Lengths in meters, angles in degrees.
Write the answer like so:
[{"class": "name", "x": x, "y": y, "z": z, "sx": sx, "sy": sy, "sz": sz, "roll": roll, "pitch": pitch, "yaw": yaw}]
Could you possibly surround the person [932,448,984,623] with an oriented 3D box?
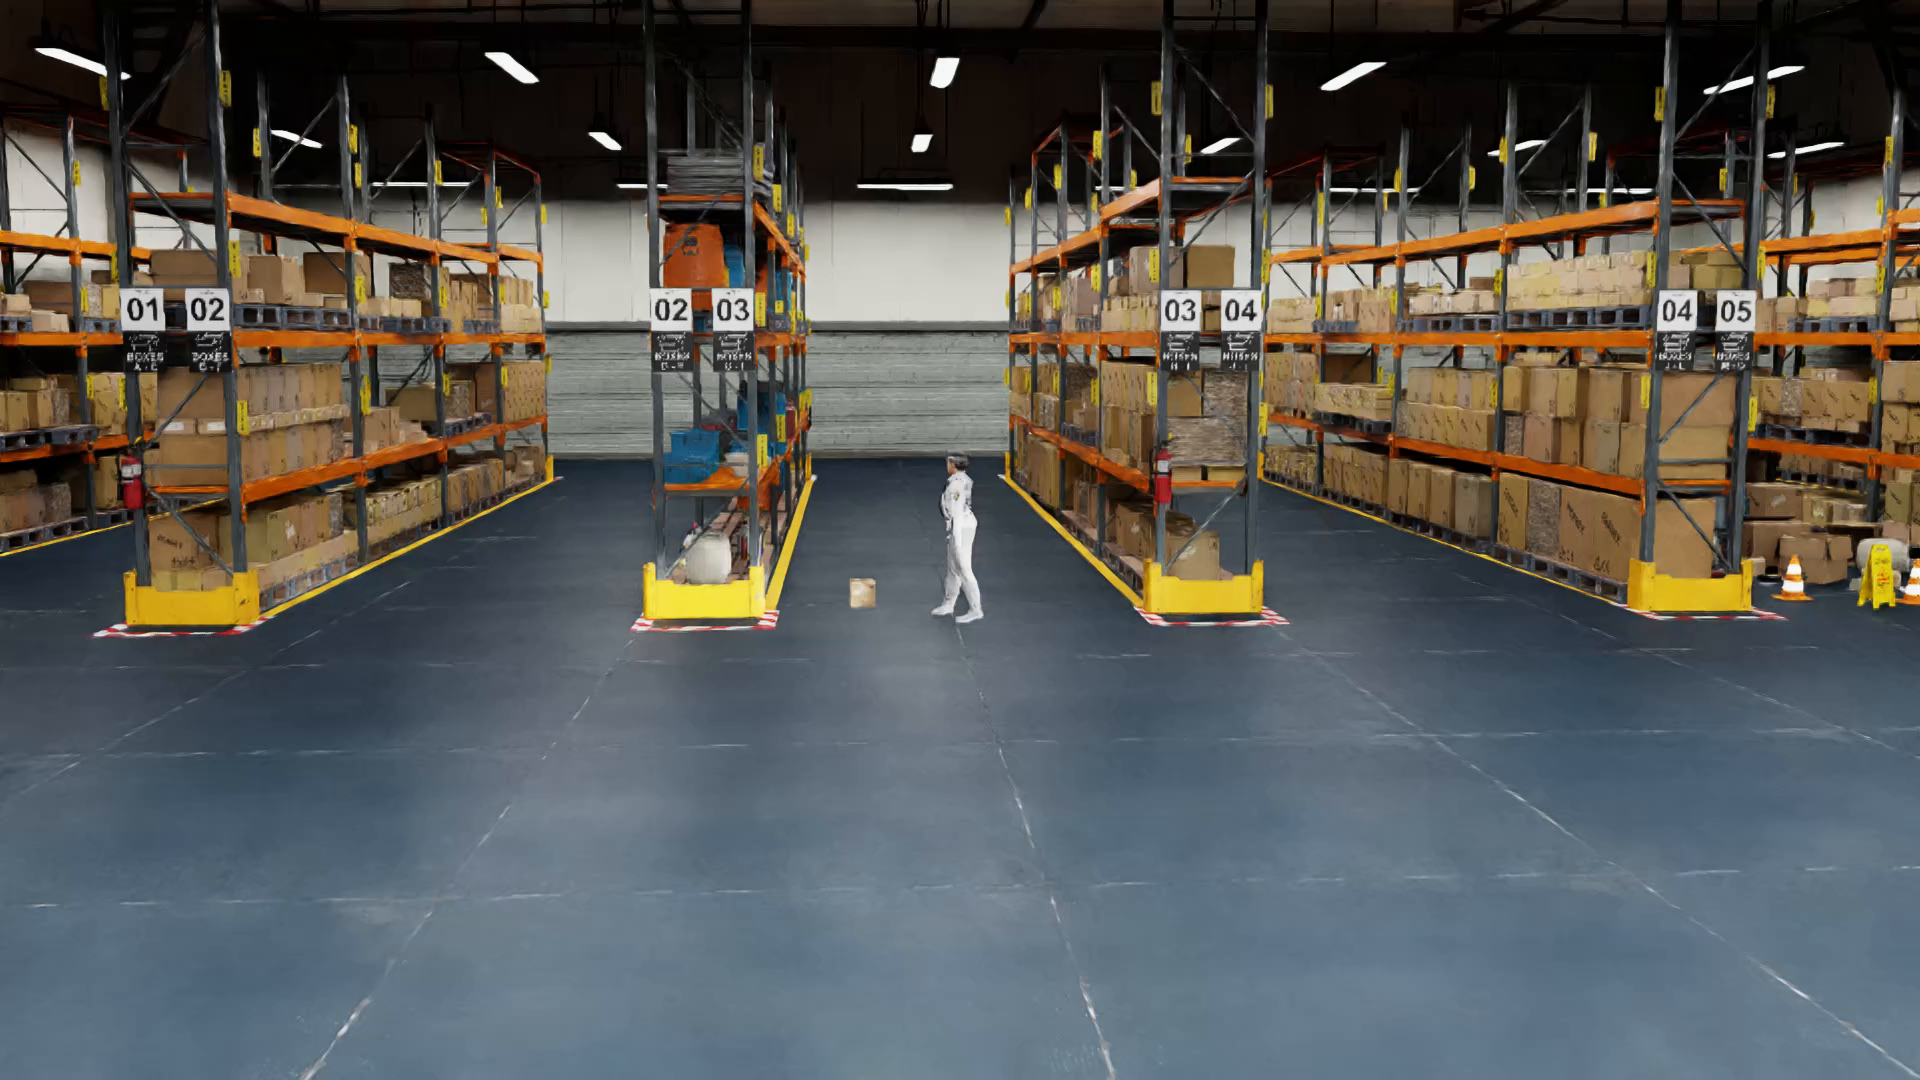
[{"class": "person", "x": -0.020, "y": -0.050, "z": 16.196, "sx": 0.552, "sy": 1.666, "sz": 0.579, "roll": 1, "pitch": 7, "yaw": 9}]
